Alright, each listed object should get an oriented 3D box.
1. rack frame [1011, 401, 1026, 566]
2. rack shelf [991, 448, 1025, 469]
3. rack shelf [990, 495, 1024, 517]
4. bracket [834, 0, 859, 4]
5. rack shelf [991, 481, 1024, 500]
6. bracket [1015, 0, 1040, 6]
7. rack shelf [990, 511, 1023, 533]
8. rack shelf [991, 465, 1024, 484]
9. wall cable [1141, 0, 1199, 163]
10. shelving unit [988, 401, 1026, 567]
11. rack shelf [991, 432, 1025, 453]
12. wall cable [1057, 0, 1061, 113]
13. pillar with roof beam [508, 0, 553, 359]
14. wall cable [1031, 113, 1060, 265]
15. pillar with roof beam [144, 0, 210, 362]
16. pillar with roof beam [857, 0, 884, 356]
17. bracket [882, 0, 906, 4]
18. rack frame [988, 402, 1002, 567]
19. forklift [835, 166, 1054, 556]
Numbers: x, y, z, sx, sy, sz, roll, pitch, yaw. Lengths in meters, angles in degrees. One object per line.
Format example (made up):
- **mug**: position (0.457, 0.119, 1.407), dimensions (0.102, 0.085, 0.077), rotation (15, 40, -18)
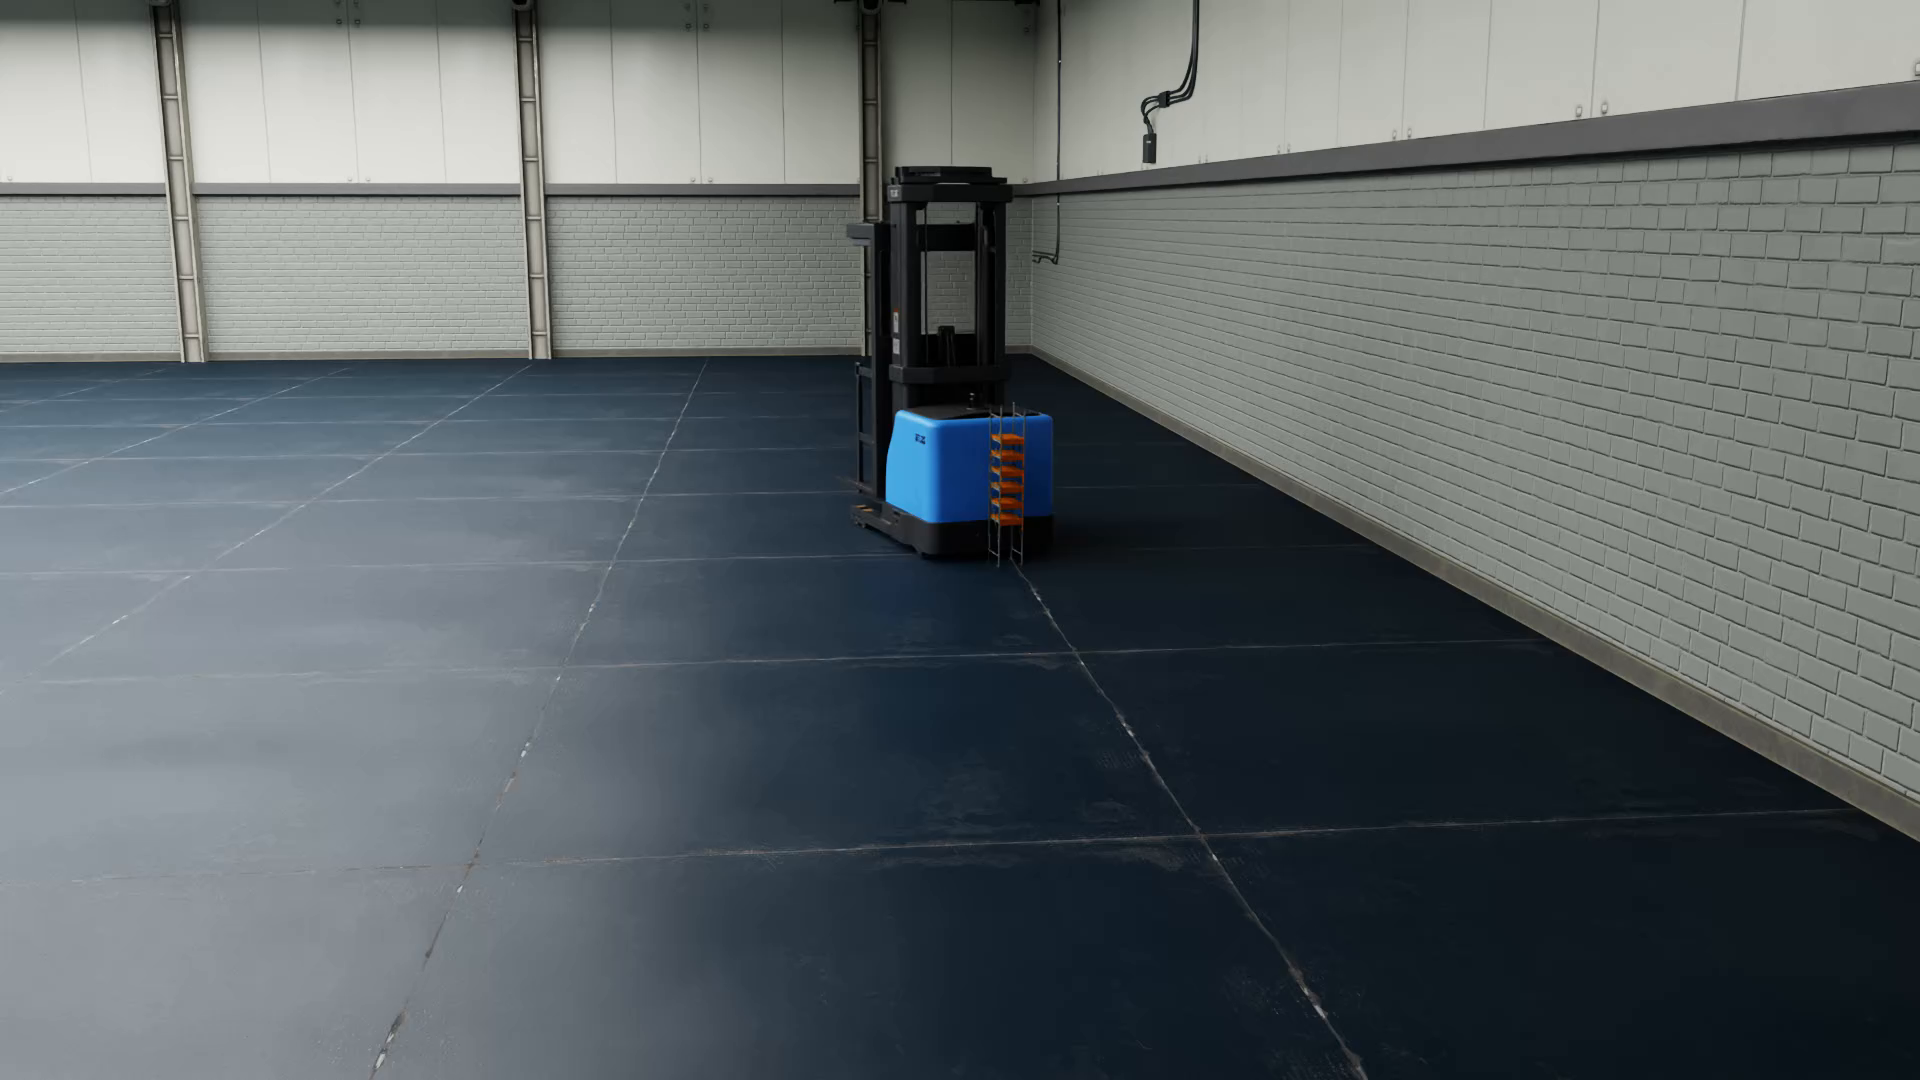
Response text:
- **rack frame**: position (0.432, -0.419, 12.364), dimensions (0.006, 1.200, 0.240), rotation (-4, 14, -19)
- **rack shelf**: position (0.347, -0.604, 12.290), dimensions (0.180, 0.103, 0.258), rotation (-4, 14, -19)
- **rack shelf**: position (0.344, -0.253, 12.371), dimensions (0.180, 0.103, 0.258), rotation (-4, 14, -19)
- **bracket**: position (-1.990, -9.521, 29.139), dimensions (0.430, 0.232, 0.235), rotation (-1, 11, -6)
- **rack shelf**: position (0.345, -0.370, 12.344), dimensions (0.180, 0.103, 0.258), rotation (-4, 14, -19)
- **bracket**: position (1.191, -9.588, 29.478), dimensions (0.430, 0.232, 0.235), rotation (-1, 11, -6)
- **rack shelf**: position (0.342, -0.136, 12.398), dimensions (0.180, 0.103, 0.258), rotation (-4, 14, -19)
- **rack shelf**: position (0.346, -0.487, 12.317), dimensions (0.180, 0.103, 0.258), rotation (-4, 14, -19)
- **wall cable**: position (2.465, -7.487, 19.308), dimensions (0.169, 6.003, 2.305), rotation (-1, 11, -6)
- **shelving unit**: position (0.345, -0.413, 12.334), dimensions (0.189, 1.200, 0.258), rotation (-4, 14, -19)
- **rack shelf**: position (0.348, -0.720, 12.263), dimensions (0.180, 0.103, 0.258), rotation (-4, 14, -19)
- **wall cable**: position (1.748, -8.075, 26.072), dimensions (0.112, 2.526, 3.097), rotation (-1, 11, -6)
- **pillar with roof beam**: position (-7.116, -6.881, 25.041), dimensions (0.548, 9.000, 9.100), rotation (-1, 11, -6)
- **wall cable**: position (1.456, -6.116, 29.198), dimensions (0.112, 2.526, 3.097), rotation (-1, 11, -6)
- **pillar with roof beam**: position (-13.081, -6.756, 24.406), dimensions (0.548, 9.000, 9.100), rotation (-1, 11, -6)
- **pillar with roof beam**: position (-1.151, -7.006, 25.677), dimensions (0.548, 9.000, 9.100), rotation (-1, 11, -6)
- **bracket**: position (-1.165, -9.538, 29.227), dimensions (0.430, 0.232, 0.235), rotation (-1, 11, -6)
- **rack frame**: position (0.259, -0.407, 12.305), dimensions (0.006, 1.200, 0.240), rotation (-4, 14, -19)
- **forklift**: position (-0.281, -1.559, 13.701), dimensions (1.130, 2.935, 3.031), rotation (-4, 12, -21)
